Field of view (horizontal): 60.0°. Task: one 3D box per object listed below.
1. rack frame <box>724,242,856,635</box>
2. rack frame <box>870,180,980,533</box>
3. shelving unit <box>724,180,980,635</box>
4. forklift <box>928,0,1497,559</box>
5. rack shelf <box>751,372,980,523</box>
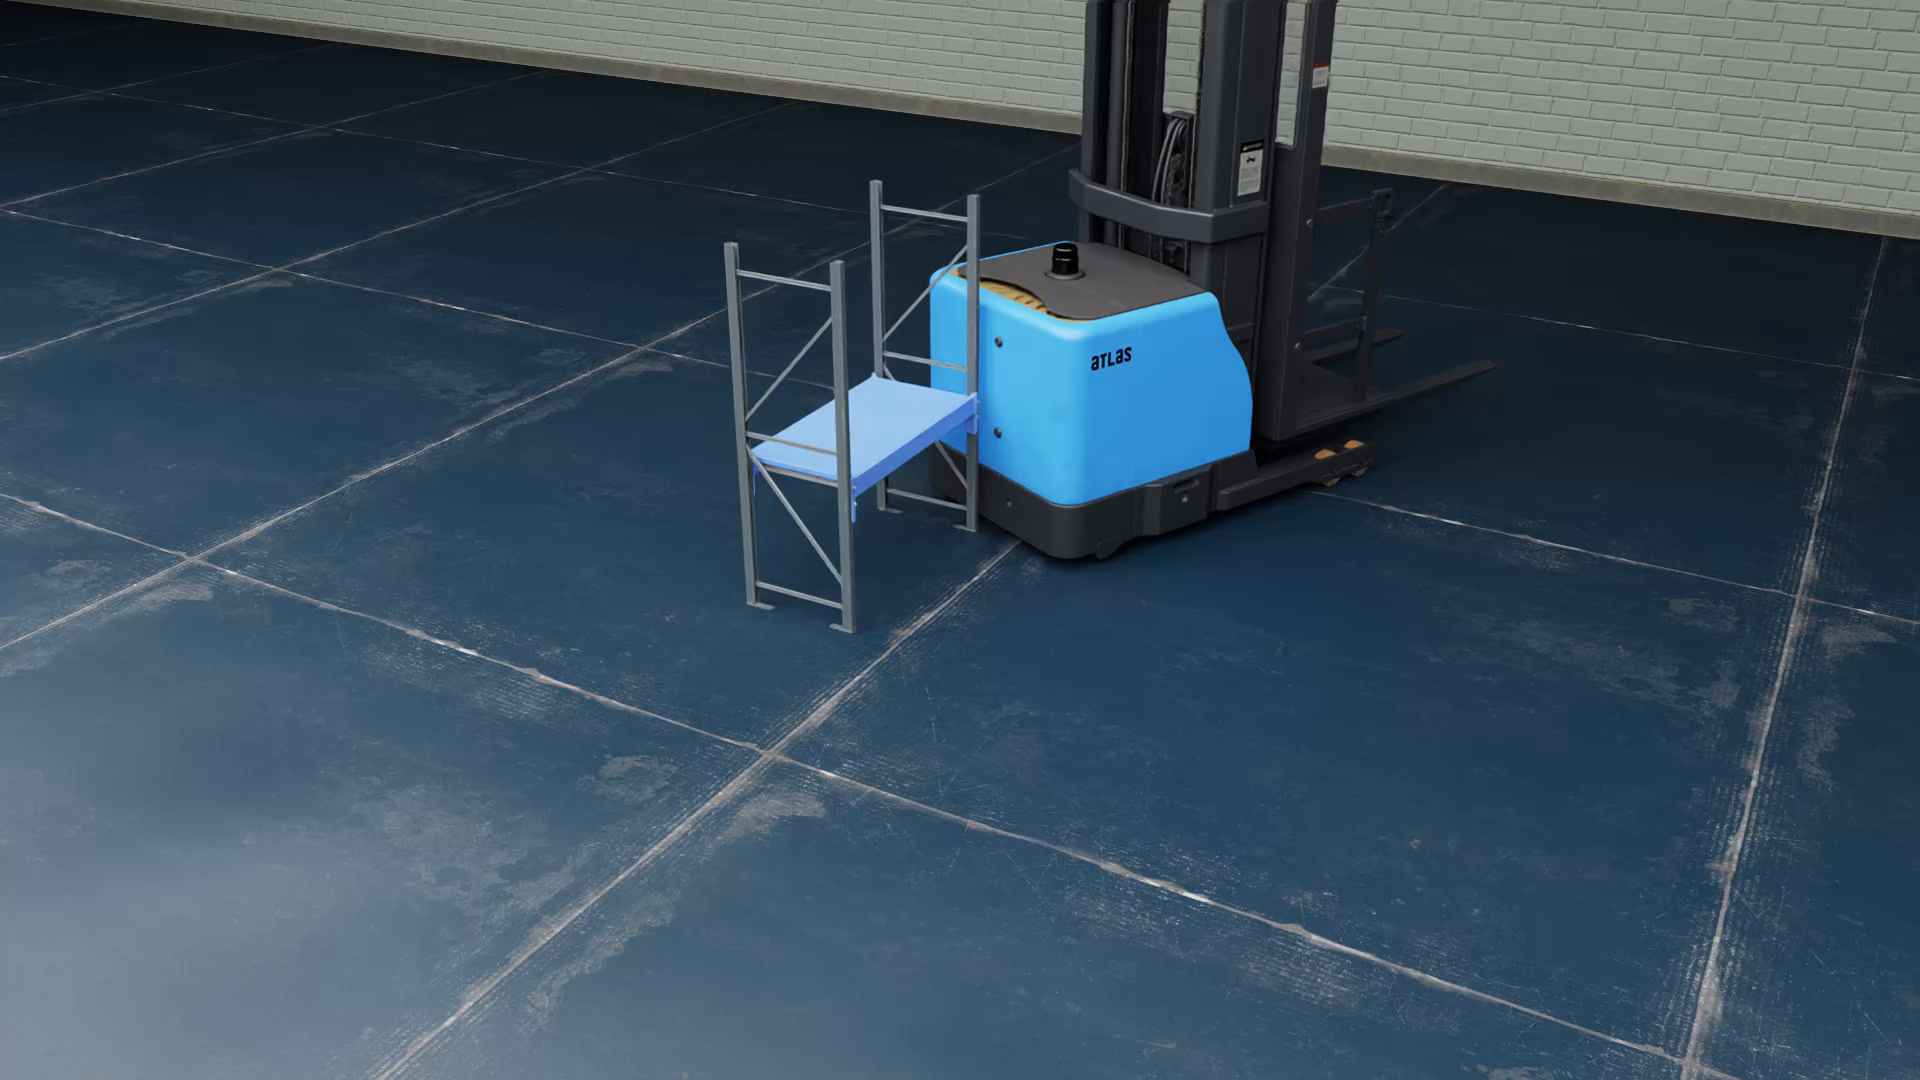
[{"bbox_3d":[-0.634,-0.359,6.293,0.500,1.500,0.032,14,30,25],"label":"rack frame"},{"bbox_3d":[-0.146,-0.759,7.090,0.500,1.500,0.032,14,30,25],"label":"rack frame"},{"bbox_3d":[-0.390,-0.559,6.691,0.538,1.500,1.048,14,30,25],"label":"shelving unit"},{"bbox_3d":[1.345,-1.736,7.444,3.031,2.935,1.130,-18,32,-32],"label":"forklift"},{"bbox_3d":[-0.390,-0.398,6.772,0.538,0.185,1.000,14,30,25],"label":"rack shelf"}]
